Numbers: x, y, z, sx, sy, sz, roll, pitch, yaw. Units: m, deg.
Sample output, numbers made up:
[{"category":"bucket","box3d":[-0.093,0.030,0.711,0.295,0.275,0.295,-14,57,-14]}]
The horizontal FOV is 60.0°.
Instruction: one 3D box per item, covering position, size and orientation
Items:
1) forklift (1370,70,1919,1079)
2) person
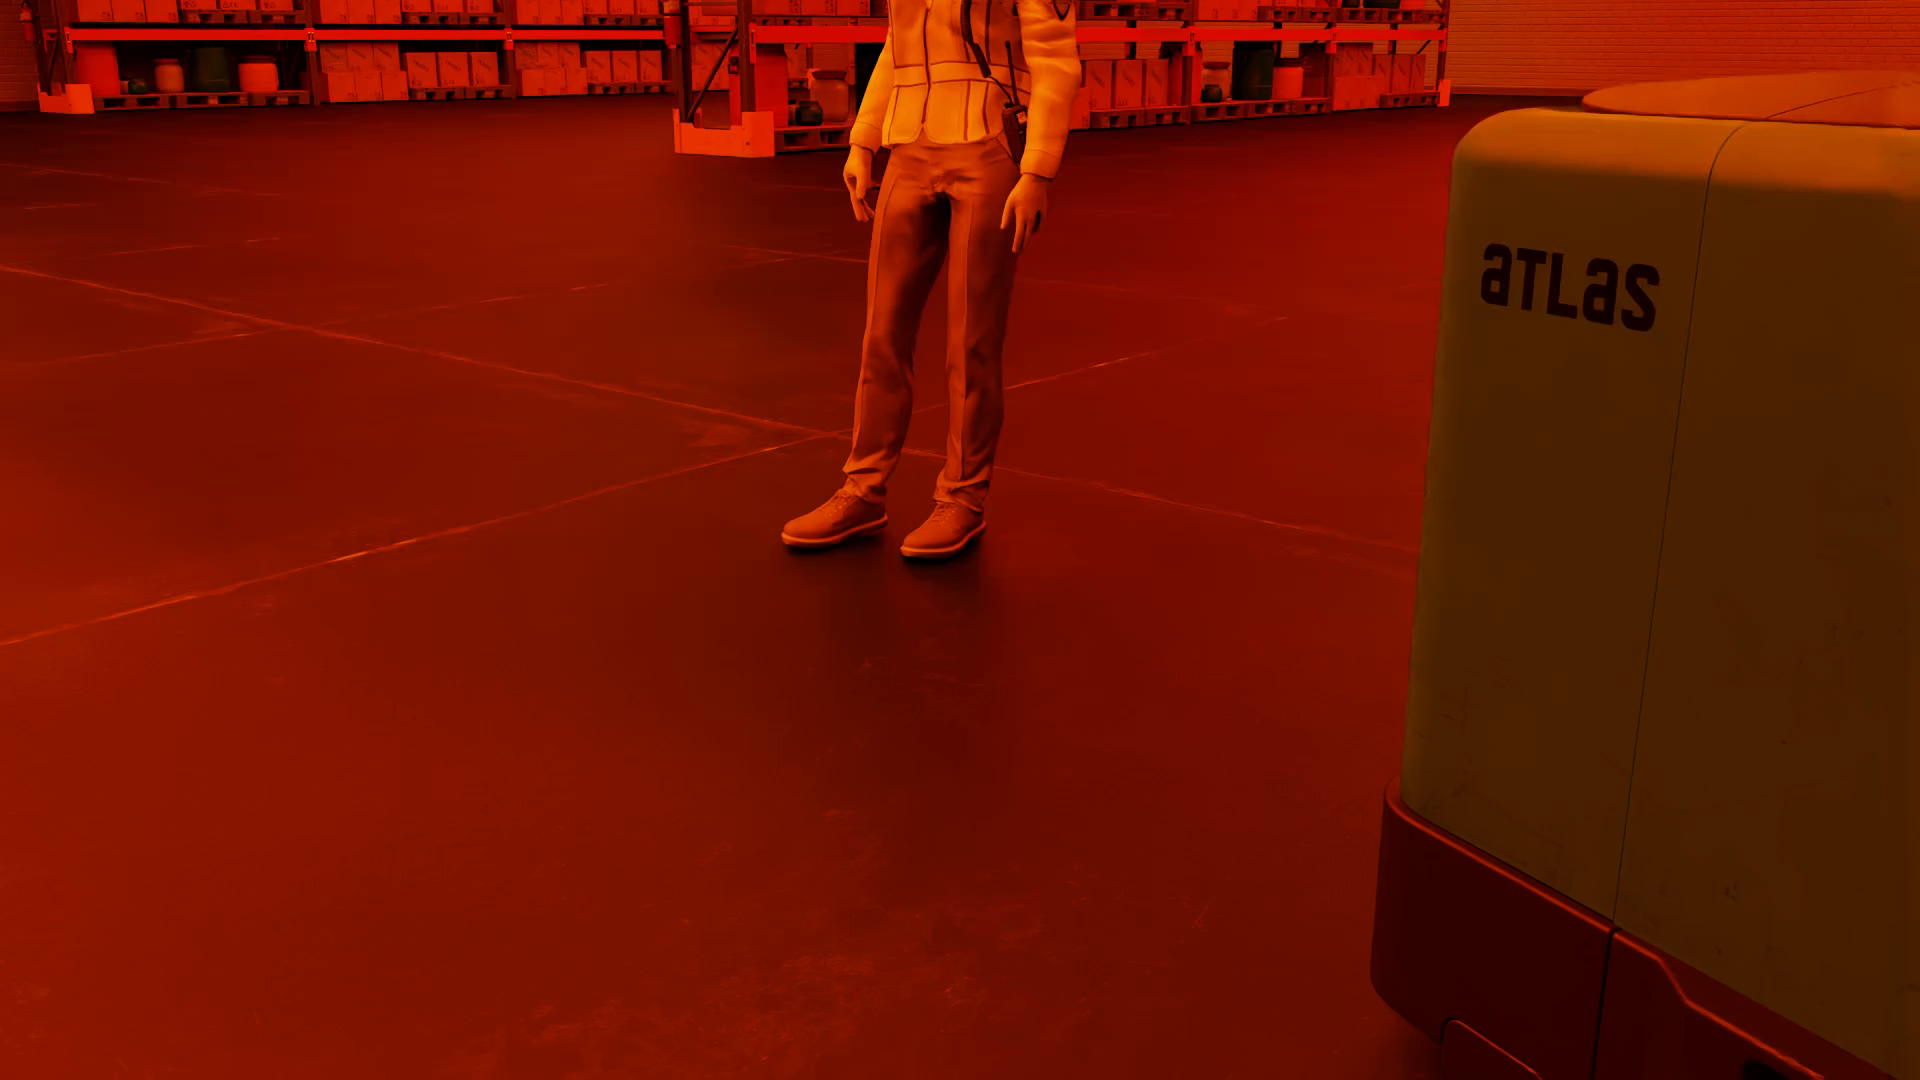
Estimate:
[{"category":"forklift","box3d":[1.643,-0.509,0.575,1.130,2.935,3.031,-9,19,-28]},{"category":"person","box3d":[-0.048,-0.804,3.648,0.587,1.696,0.534,13,21,37]}]
